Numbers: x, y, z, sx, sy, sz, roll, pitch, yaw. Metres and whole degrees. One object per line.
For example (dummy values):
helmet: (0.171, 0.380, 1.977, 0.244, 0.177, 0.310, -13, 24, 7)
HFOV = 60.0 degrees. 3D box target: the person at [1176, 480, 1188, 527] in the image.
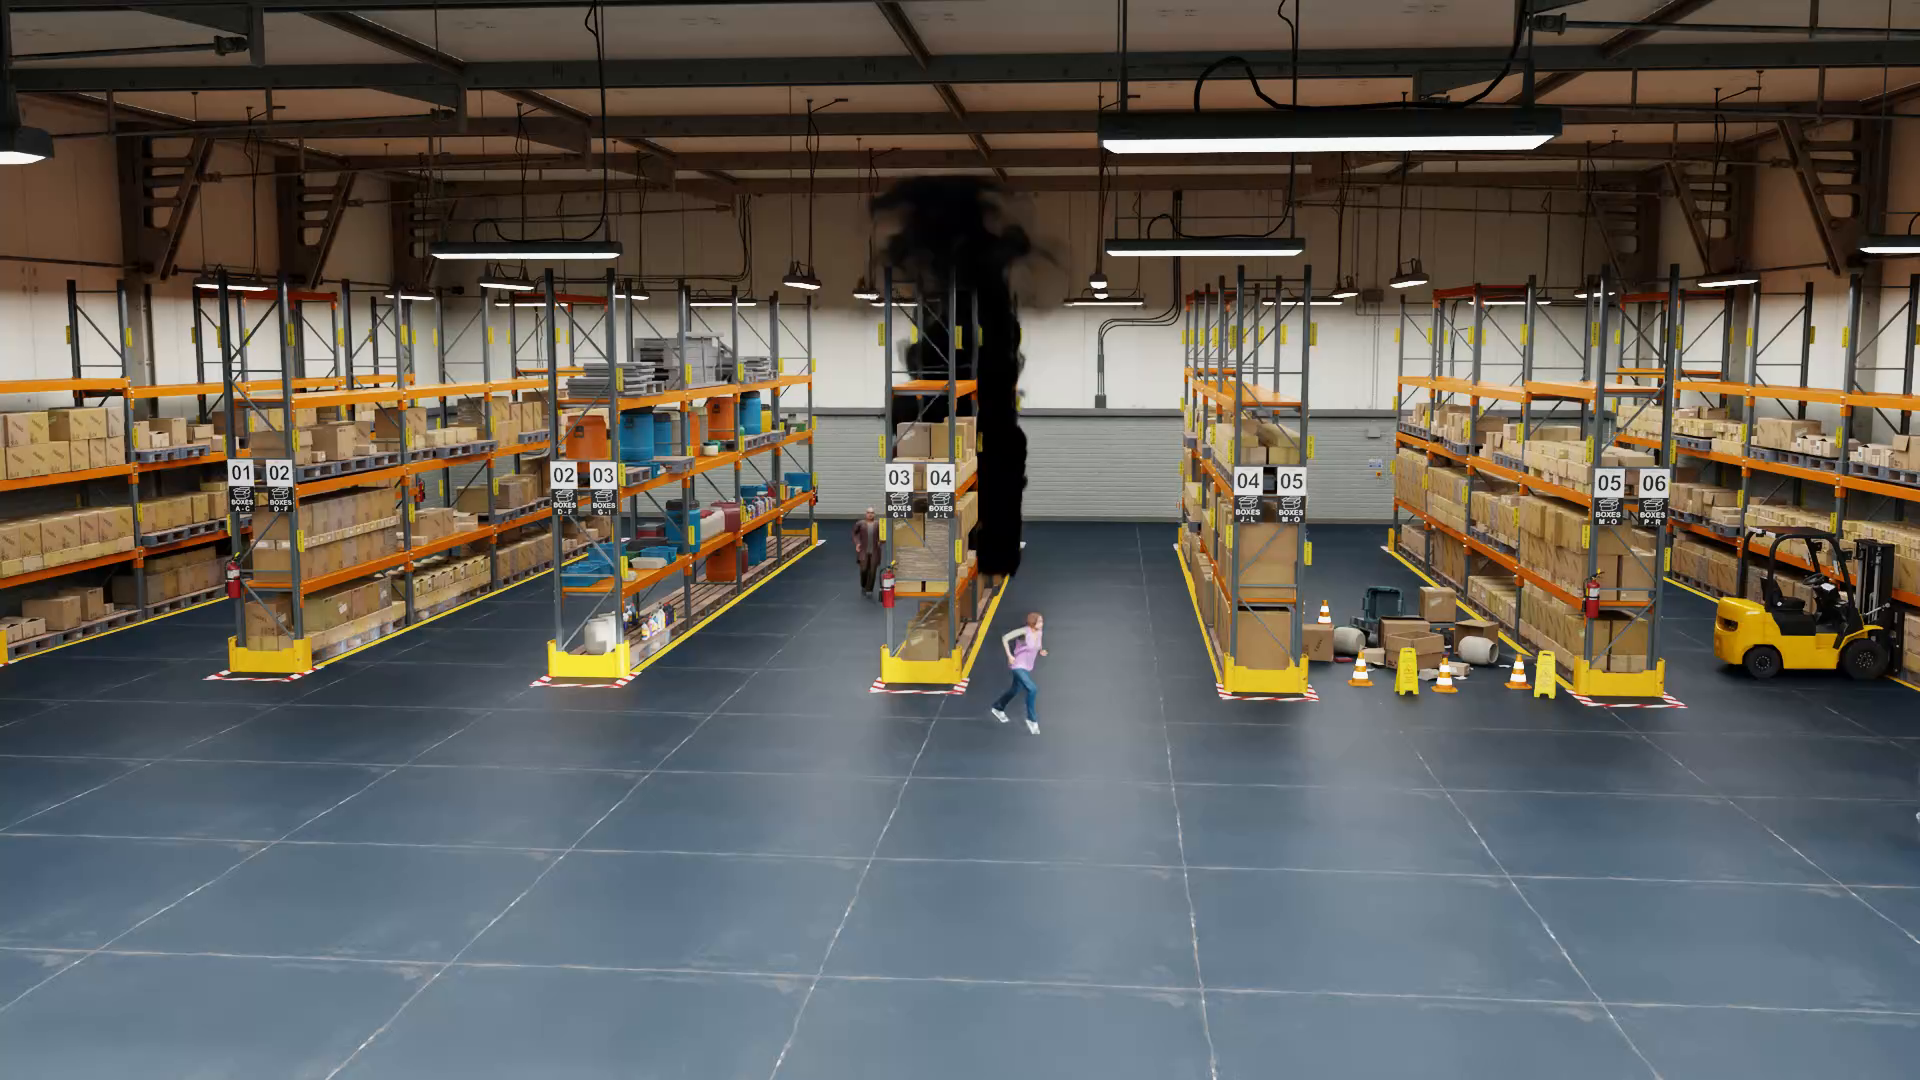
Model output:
person: (5.602, -0.750, 40.675, 0.569, 1.664, 0.639, -2, 7, -13)

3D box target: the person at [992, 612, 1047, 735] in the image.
person: (0.740, 1.674, 21.271, 0.871, 1.591, 0.555, 6, 9, 40)

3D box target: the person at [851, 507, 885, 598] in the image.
person: (-1.747, 0.249, 31.989, 0.680, 1.751, 0.696, -1, 7, -7)
